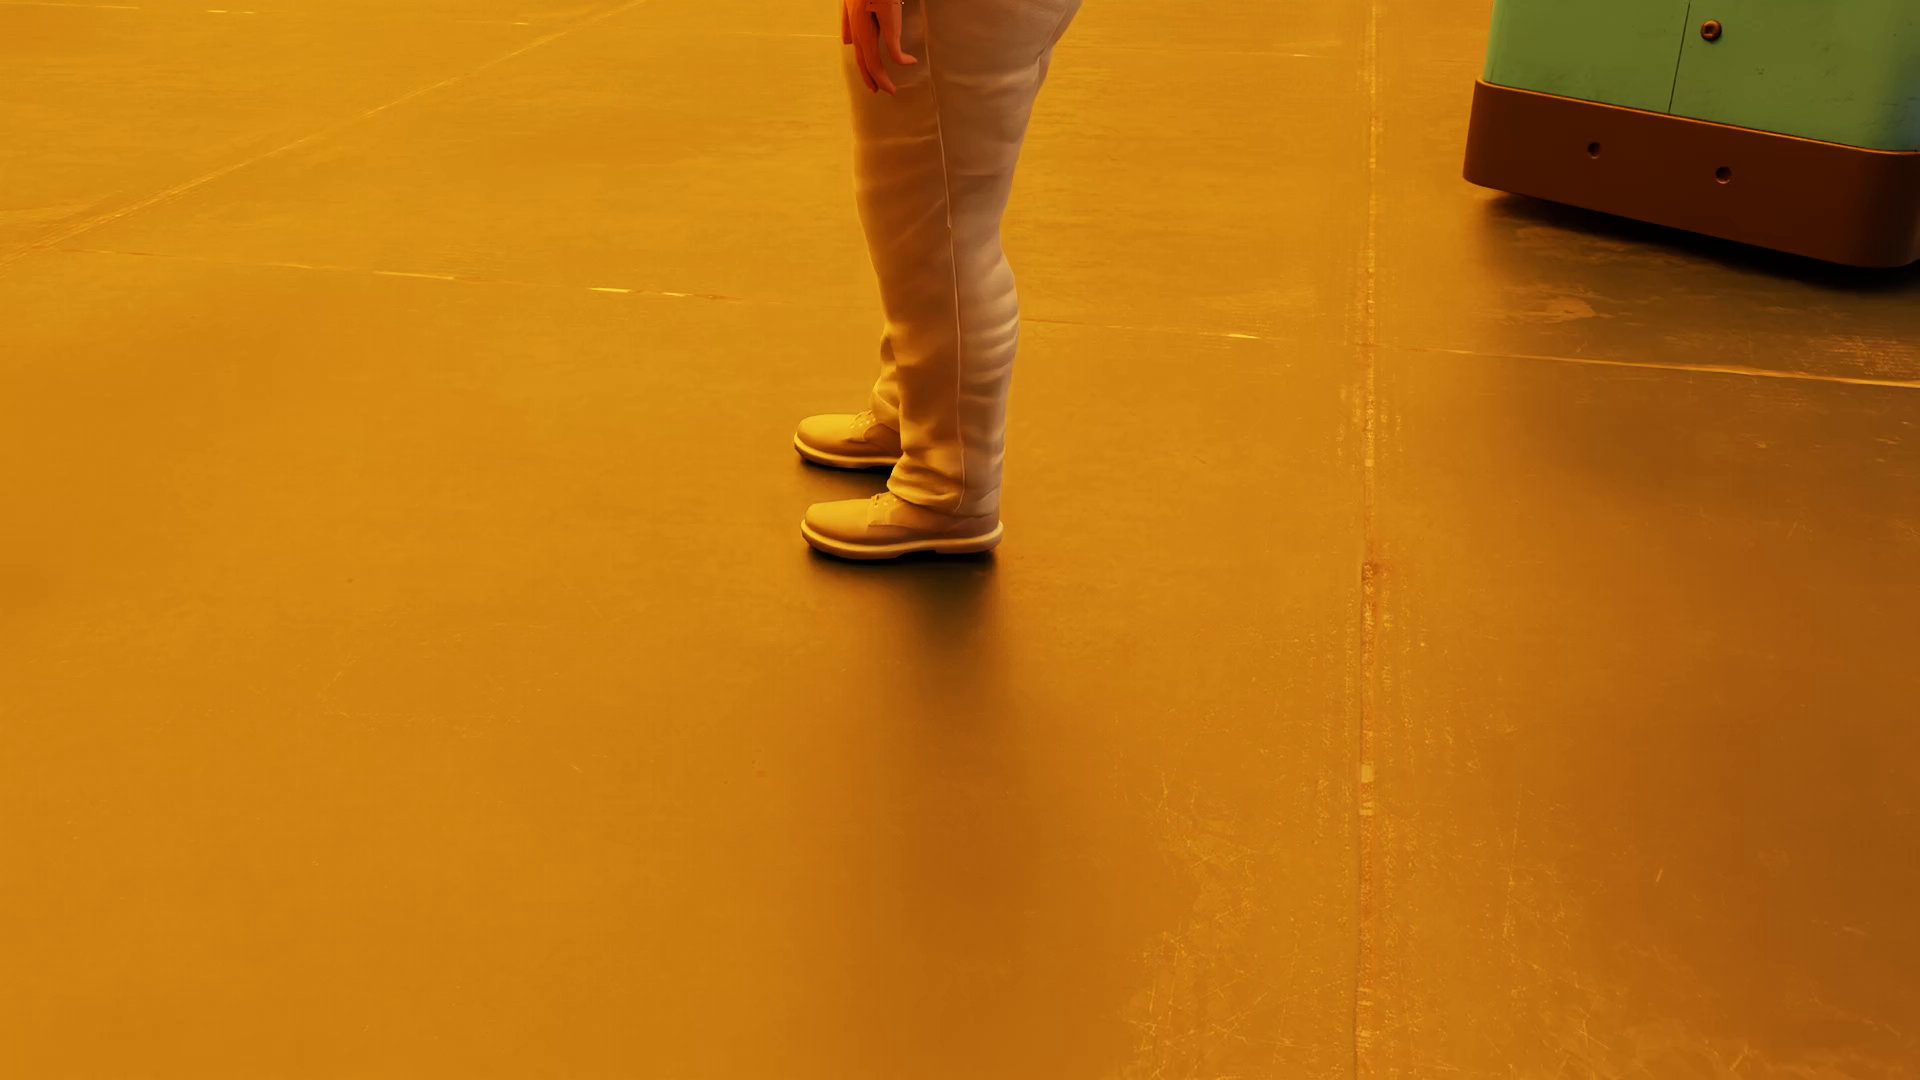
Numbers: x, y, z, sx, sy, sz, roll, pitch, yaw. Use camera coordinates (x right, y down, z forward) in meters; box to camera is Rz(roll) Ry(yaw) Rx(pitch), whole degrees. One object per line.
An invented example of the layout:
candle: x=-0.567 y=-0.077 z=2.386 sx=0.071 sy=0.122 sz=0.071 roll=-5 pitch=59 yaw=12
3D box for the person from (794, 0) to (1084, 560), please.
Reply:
person: x=-0.070 y=-0.768 z=2.156 sx=0.529 sy=1.670 sz=0.599 roll=6 pitch=27 yaw=11

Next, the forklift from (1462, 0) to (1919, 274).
forklift: x=2.673 y=-2.423 z=4.048 sx=3.031 sy=2.935 sz=1.130 roll=-22 pitch=34 yaw=-37
